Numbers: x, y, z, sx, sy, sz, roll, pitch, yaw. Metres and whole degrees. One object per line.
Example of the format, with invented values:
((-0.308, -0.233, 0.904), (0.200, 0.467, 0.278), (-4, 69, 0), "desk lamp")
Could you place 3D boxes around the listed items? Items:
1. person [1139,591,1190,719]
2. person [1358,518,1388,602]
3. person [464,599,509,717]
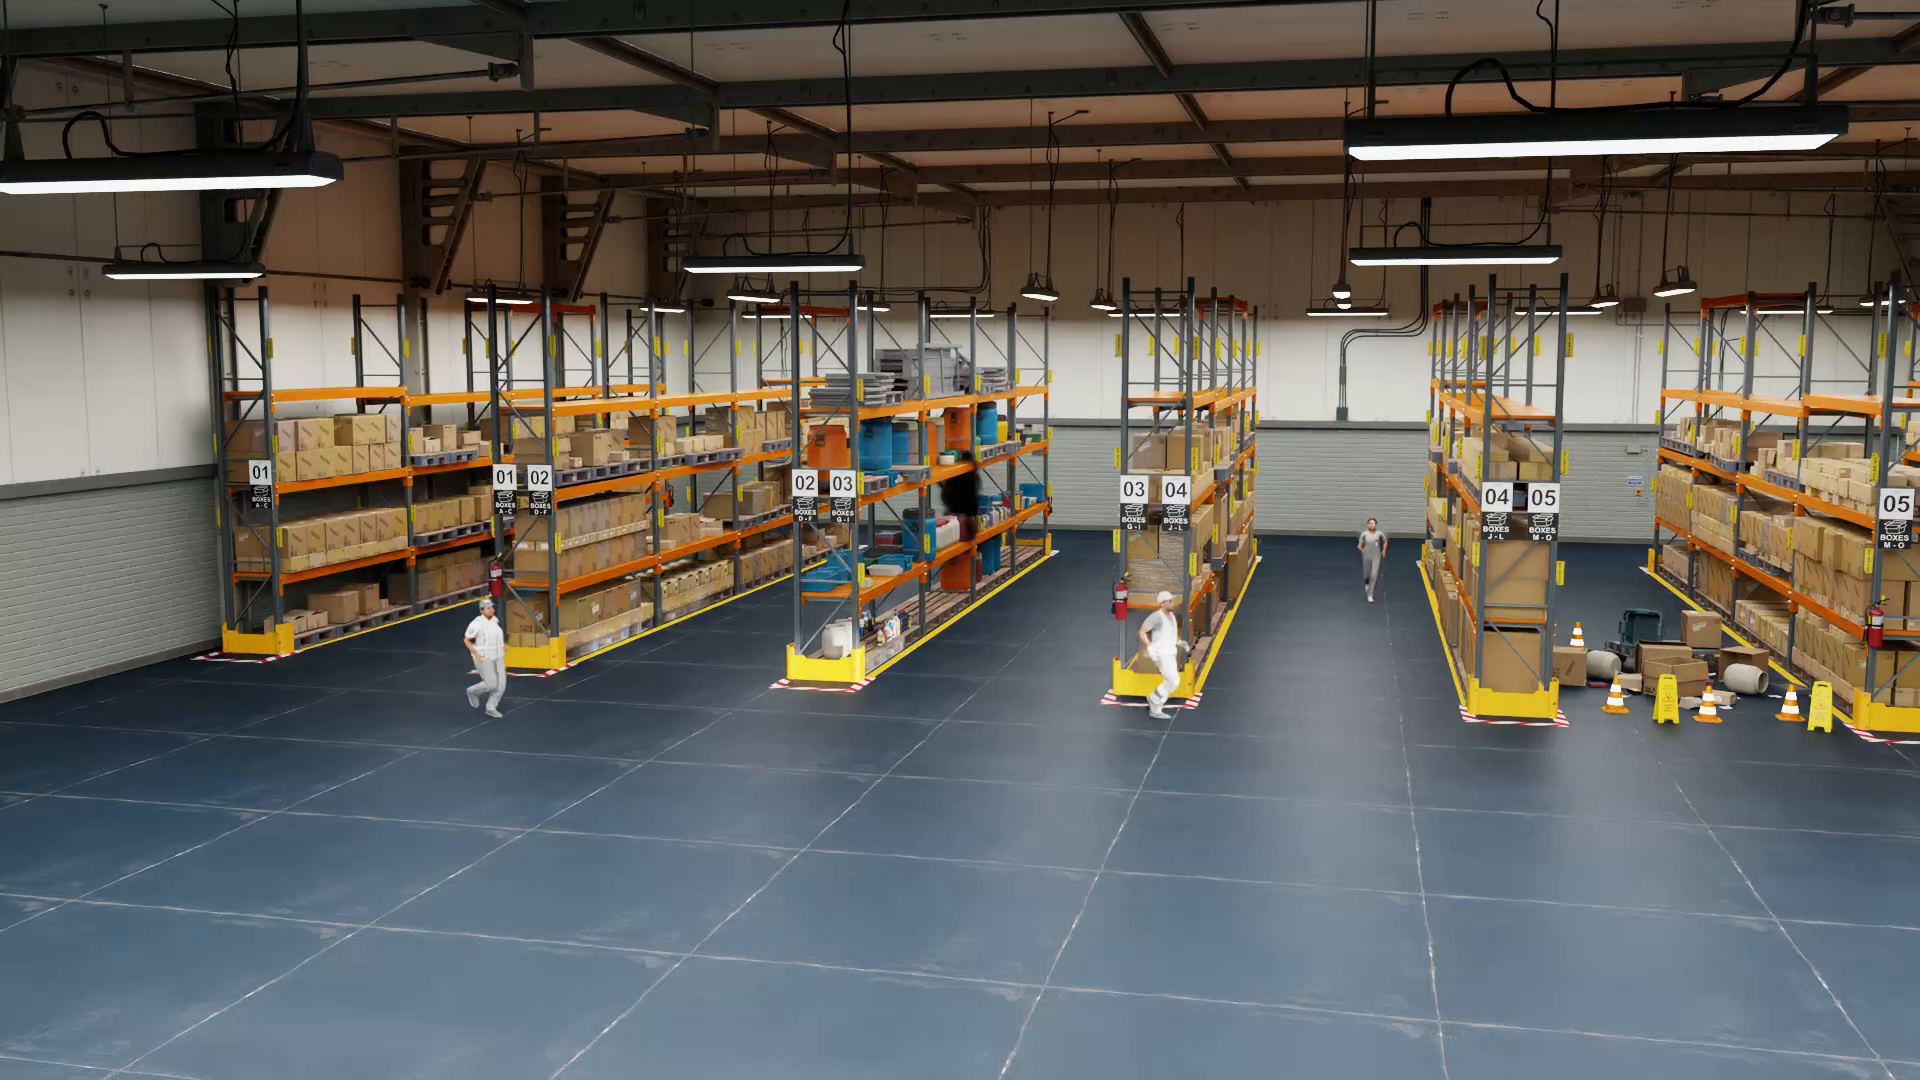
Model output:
((2.805, 1.565, 22.485), (0.527, 1.748, 0.675), (5, 8, 38), "person")
((8.248, 0.379, 33.263), (0.582, 1.640, 0.875), (2, 7, 14), "person")
((-6.424, 1.609, 22.673), (0.500, 1.627, 0.617), (4, 8, 32), "person")
